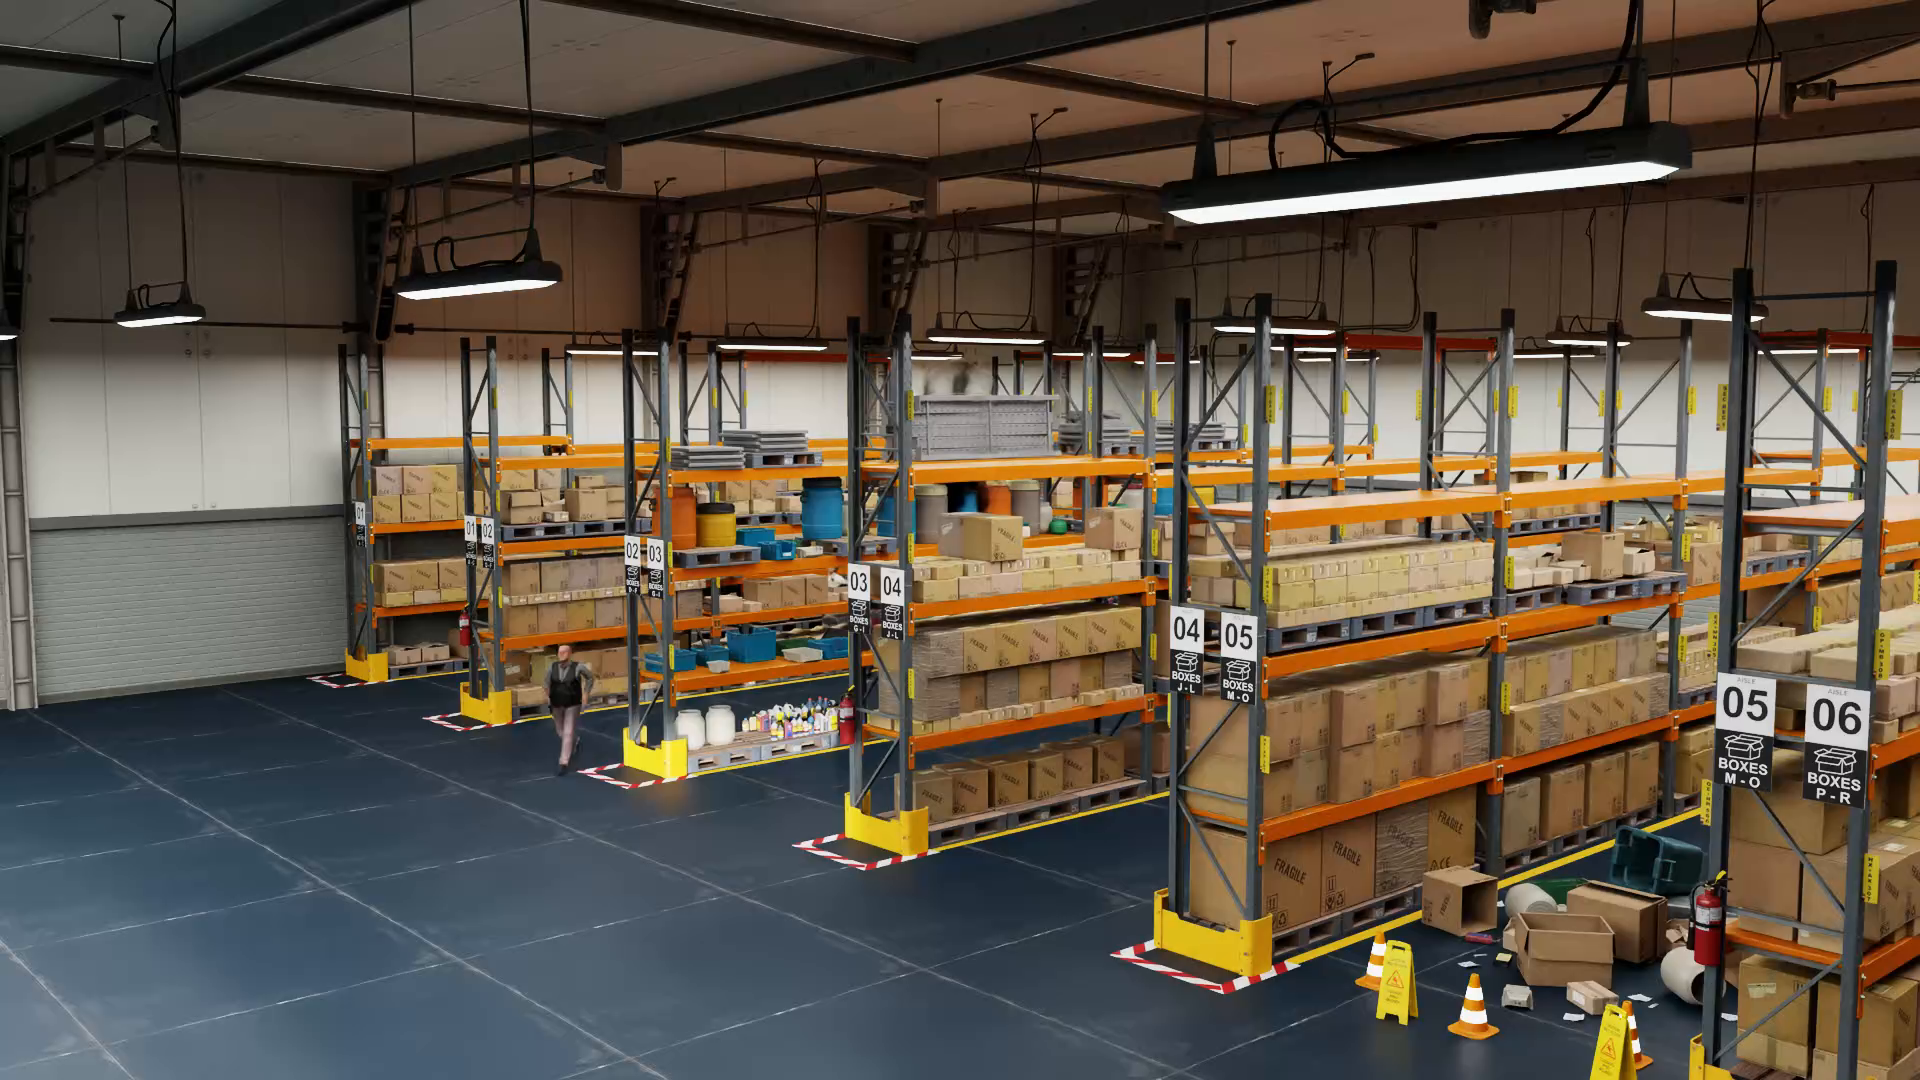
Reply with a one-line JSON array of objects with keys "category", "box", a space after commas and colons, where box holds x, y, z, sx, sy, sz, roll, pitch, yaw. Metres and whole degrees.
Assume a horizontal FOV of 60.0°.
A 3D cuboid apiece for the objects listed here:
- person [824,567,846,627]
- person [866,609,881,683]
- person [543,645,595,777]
[{"category": "person", "box": [-2.683, 1.256, 34.463, 0.531, 1.659, 0.604, -5, 7, -43]}, {"category": "person", "box": [-1.395, 1.599, 27.613, 0.769, 1.621, 0.525, -4, 7, -39]}, {"category": "person", "box": [-5.372, 2.282, 22.743, 0.677, 1.723, 0.976, 1, 5, 7]}]
